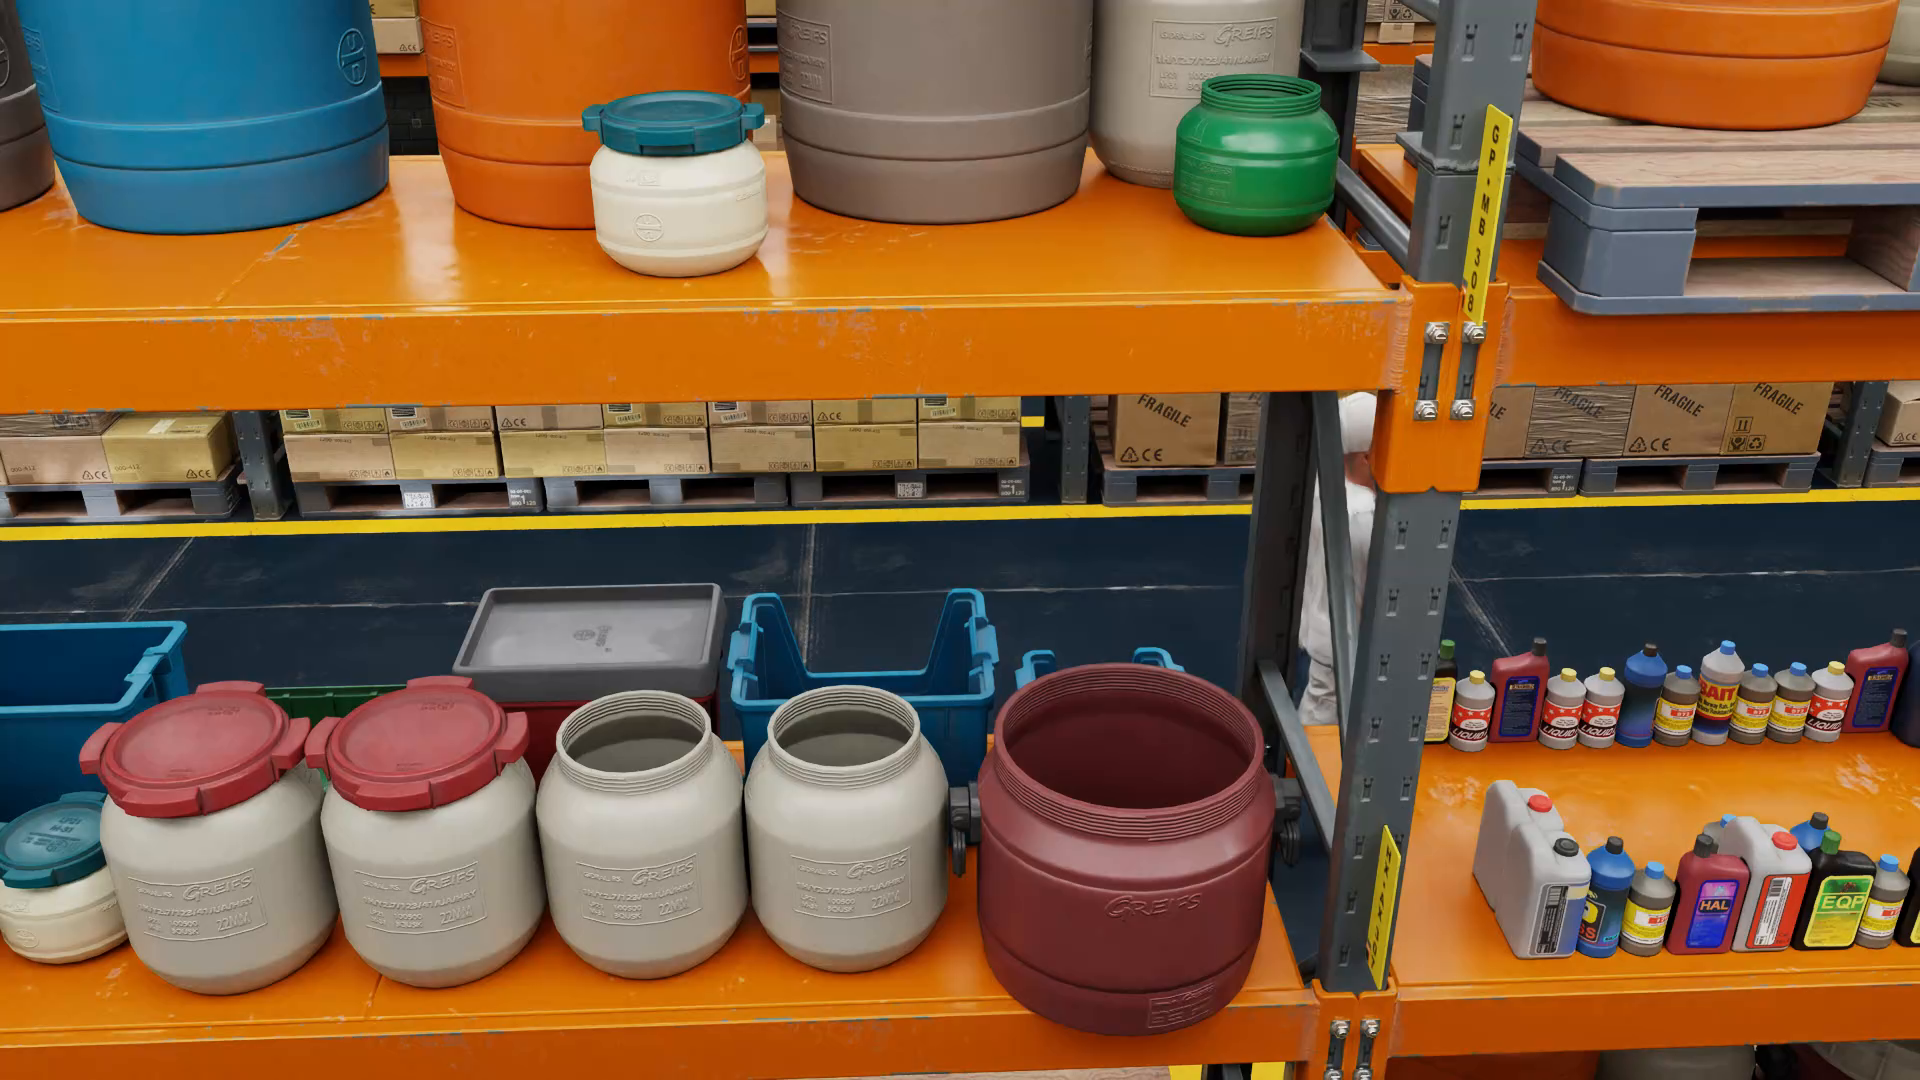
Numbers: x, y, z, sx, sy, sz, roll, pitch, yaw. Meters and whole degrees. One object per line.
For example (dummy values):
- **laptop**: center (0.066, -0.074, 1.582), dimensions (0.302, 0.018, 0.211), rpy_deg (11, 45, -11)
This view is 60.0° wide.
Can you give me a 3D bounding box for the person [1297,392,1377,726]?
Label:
- **person**: center (1.289, 0.335, 5.458), dimensions (1.066, 1.742, 0.537), rpy_deg (-1, 27, -2)
